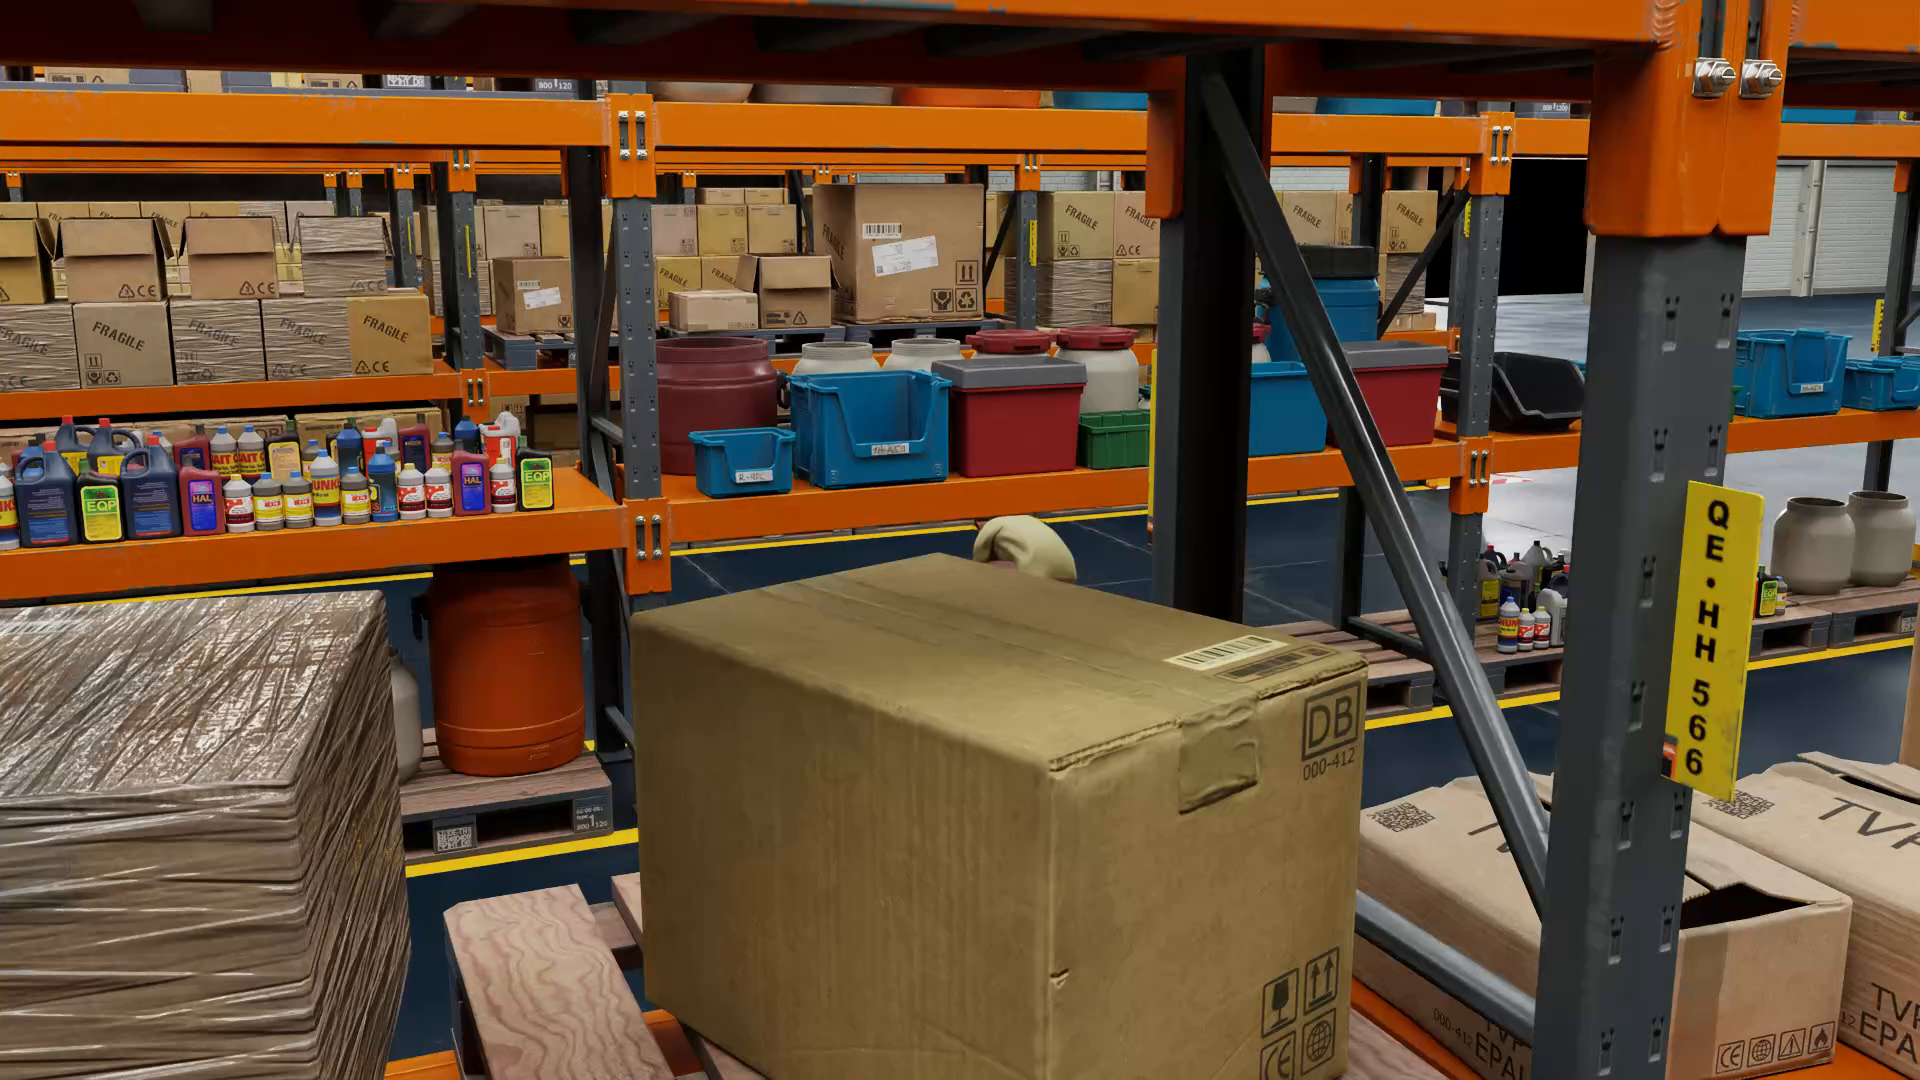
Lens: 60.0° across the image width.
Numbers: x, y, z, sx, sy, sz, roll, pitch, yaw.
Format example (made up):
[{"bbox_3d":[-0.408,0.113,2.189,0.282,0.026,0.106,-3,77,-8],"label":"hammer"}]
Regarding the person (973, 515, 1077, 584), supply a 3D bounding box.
[{"bbox_3d":[0.334,0.206,9.410,0.468,0.787,0.844,-5,13,-24],"label":"person"}]
